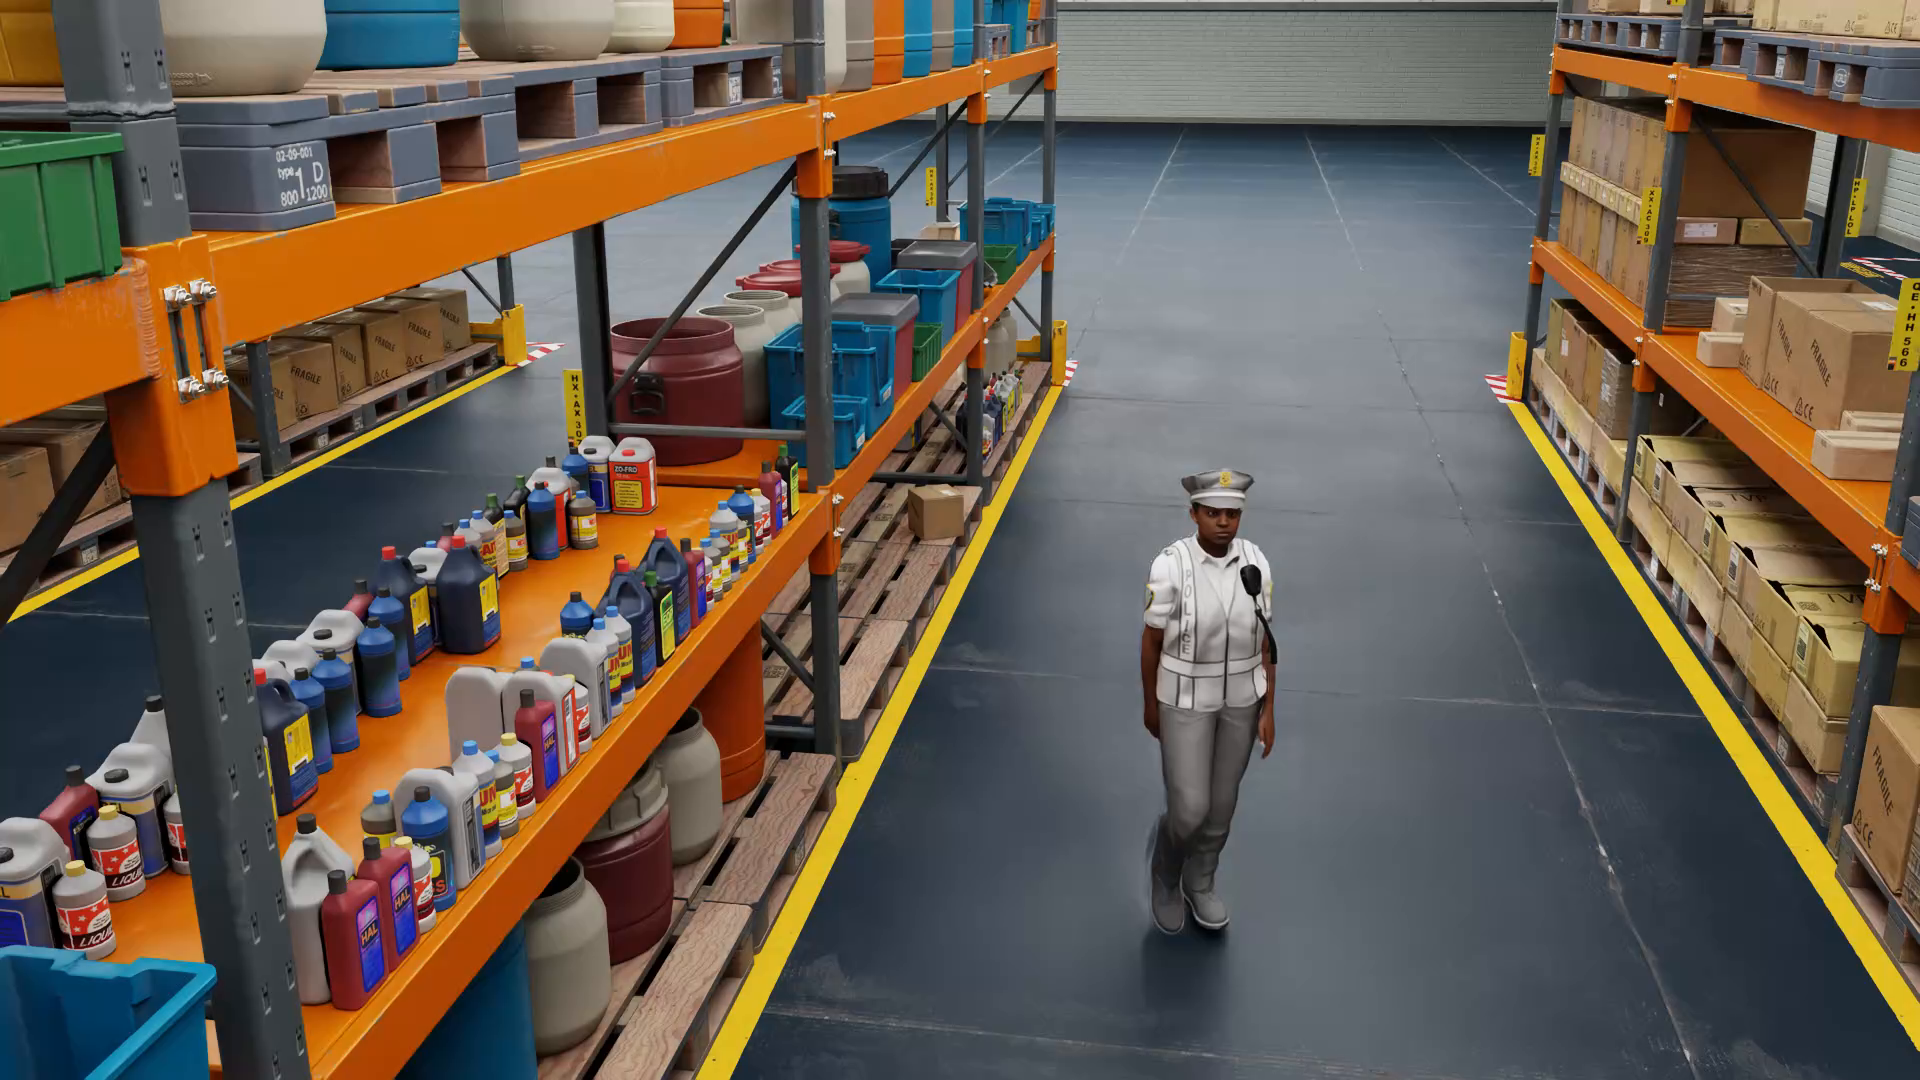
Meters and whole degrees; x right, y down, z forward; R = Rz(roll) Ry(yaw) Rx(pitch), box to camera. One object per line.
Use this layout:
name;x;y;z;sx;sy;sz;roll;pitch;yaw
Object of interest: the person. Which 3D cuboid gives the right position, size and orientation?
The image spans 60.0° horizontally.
person;0.869;0.583;5.684;0.440;1.714;0.441;-5;19;-14
